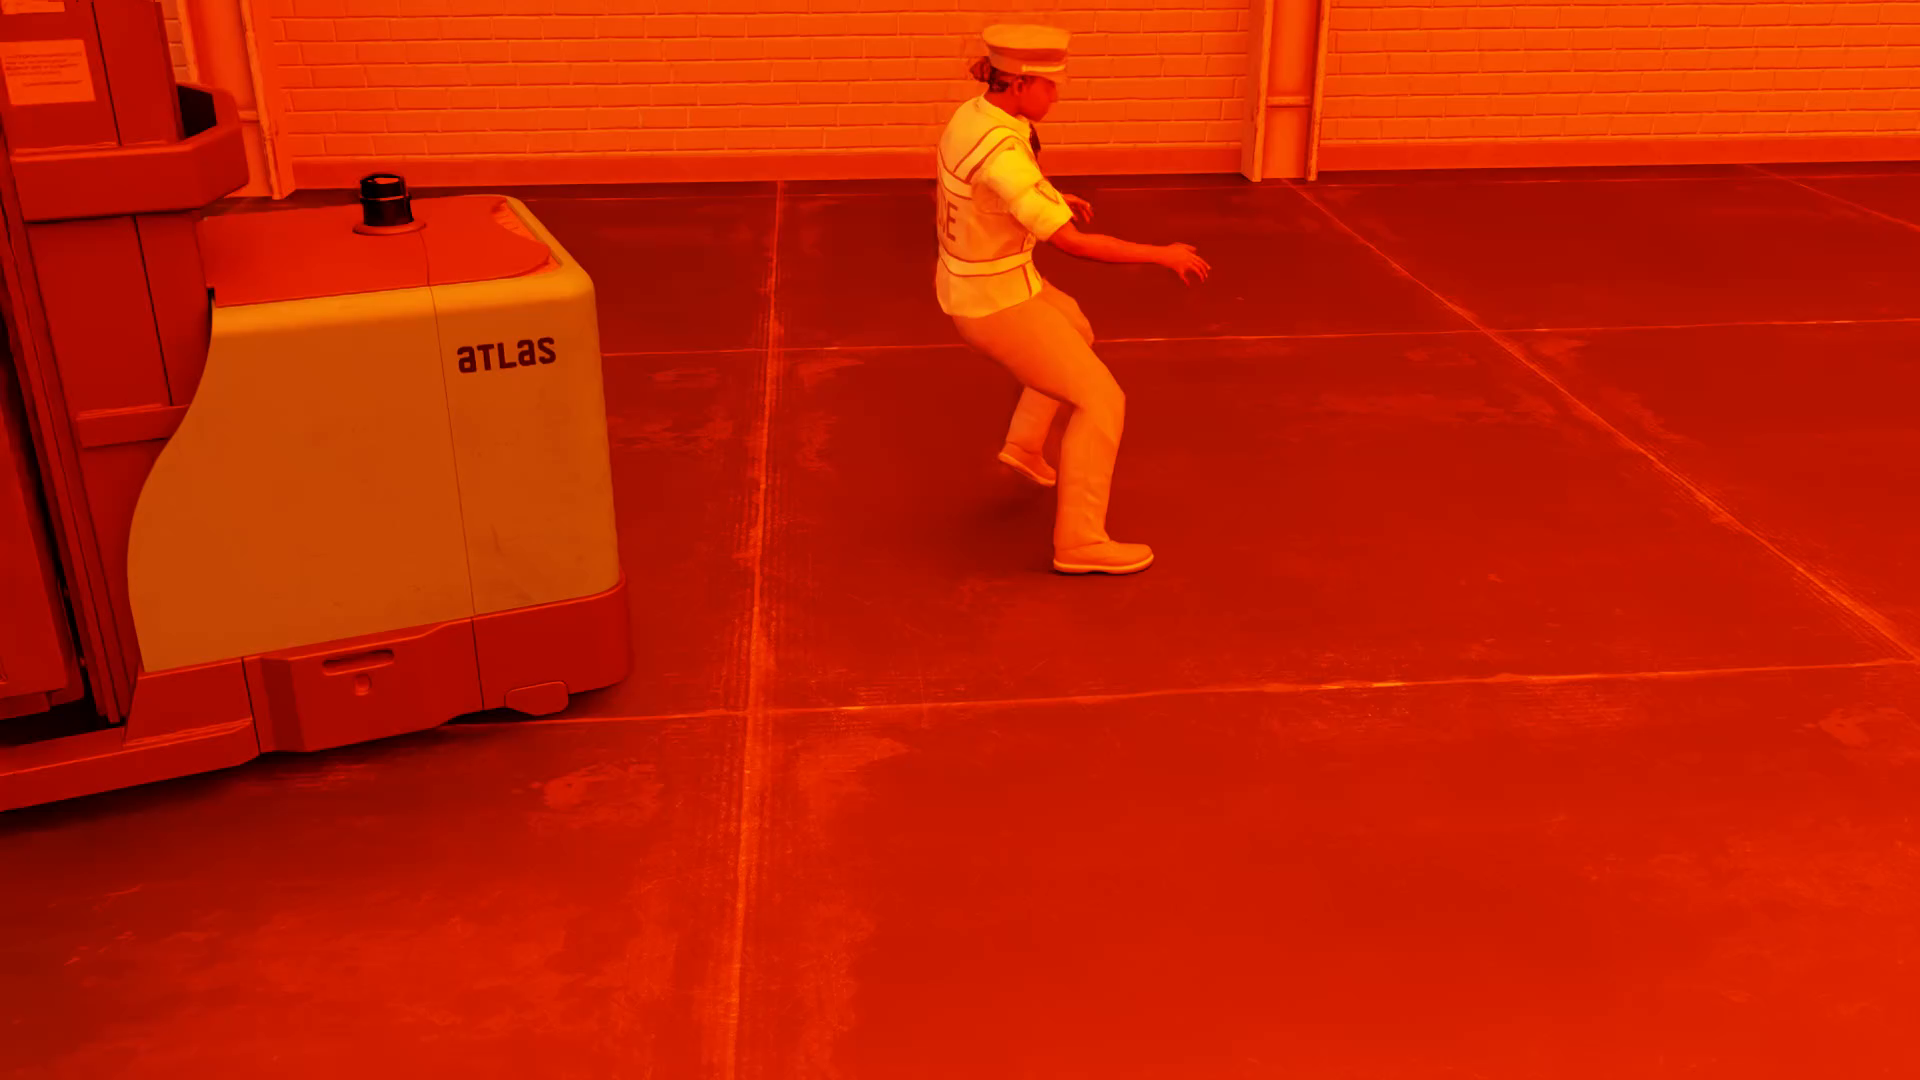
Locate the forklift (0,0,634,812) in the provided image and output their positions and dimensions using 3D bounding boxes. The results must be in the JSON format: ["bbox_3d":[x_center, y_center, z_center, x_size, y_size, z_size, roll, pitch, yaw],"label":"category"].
[{"bbox_3d":[-2.368,-0.887,3.368,3.031,2.935,1.130,-10,25,-22],"label":"forklift"}]

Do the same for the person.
[{"bbox_3d":[0.297,-0.738,4.836,0.715,1.481,0.850,-4,24,-9],"label":"person"}]
